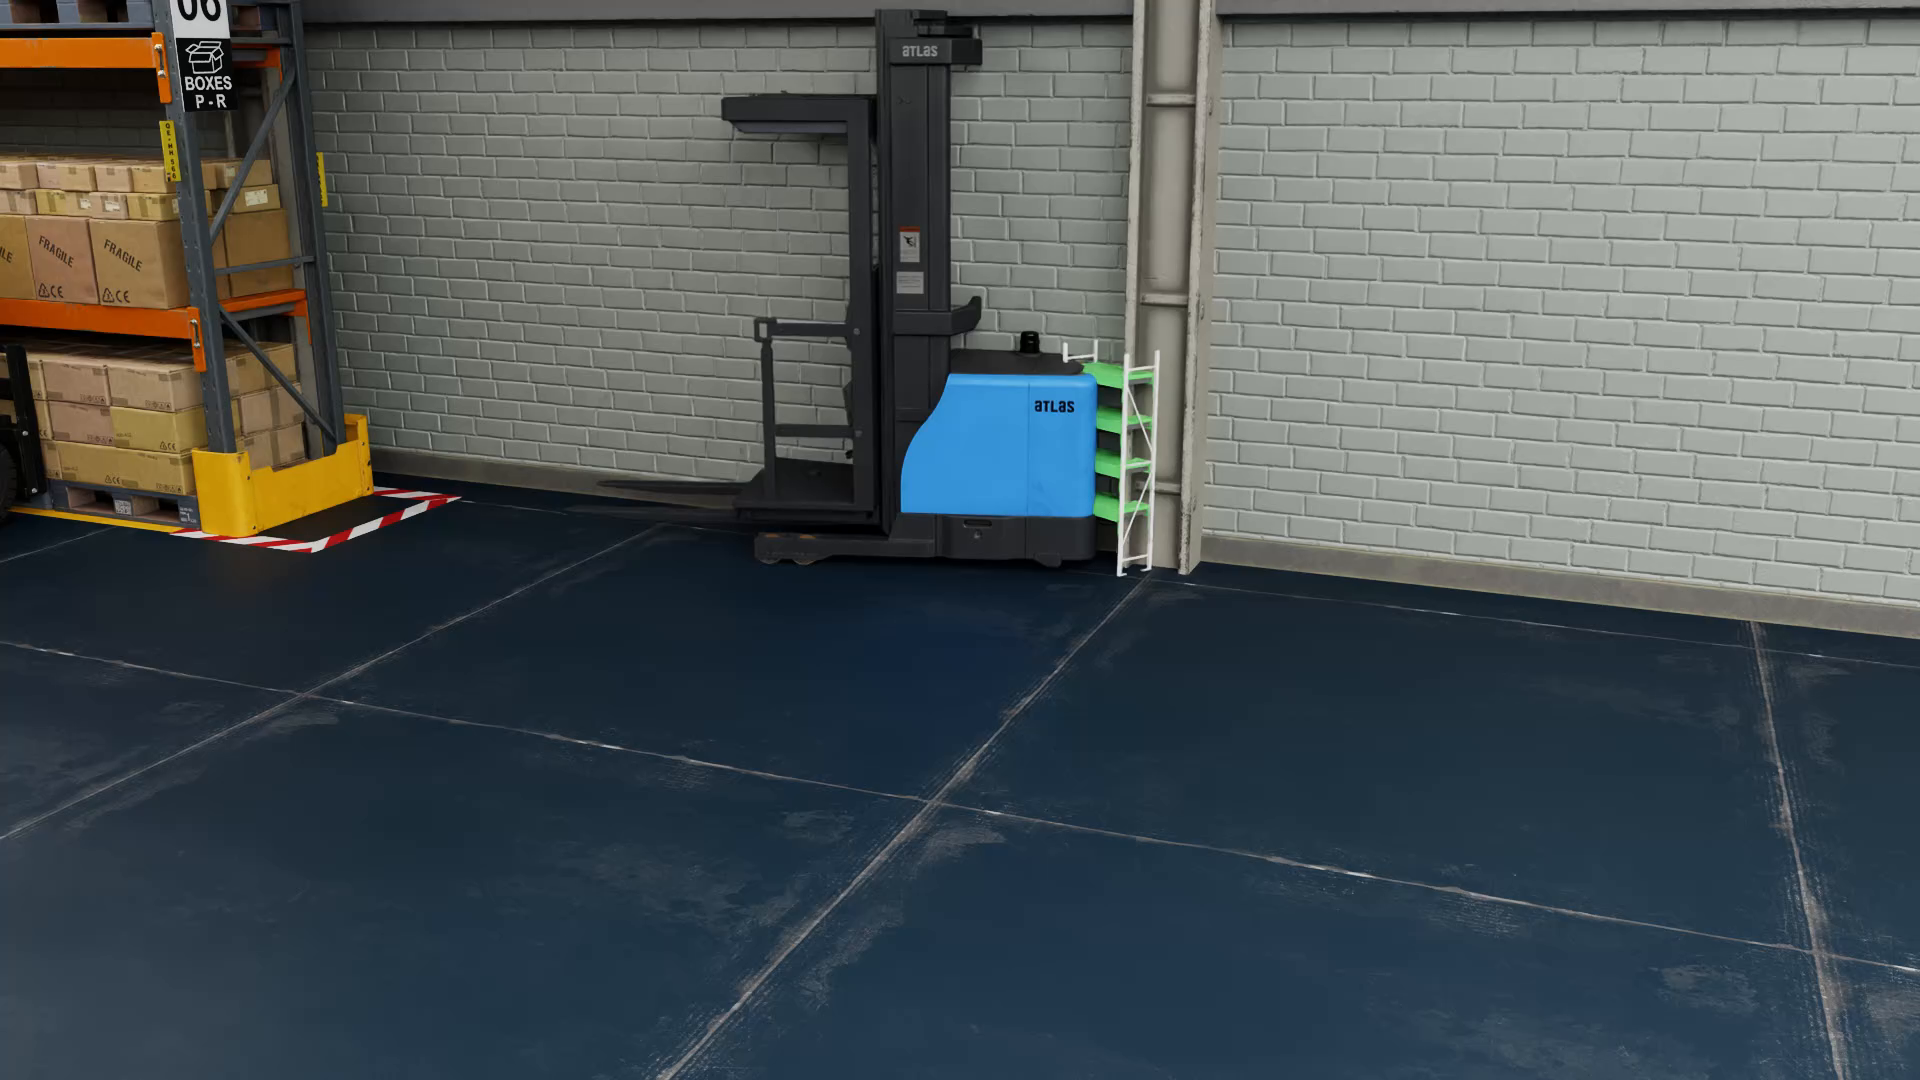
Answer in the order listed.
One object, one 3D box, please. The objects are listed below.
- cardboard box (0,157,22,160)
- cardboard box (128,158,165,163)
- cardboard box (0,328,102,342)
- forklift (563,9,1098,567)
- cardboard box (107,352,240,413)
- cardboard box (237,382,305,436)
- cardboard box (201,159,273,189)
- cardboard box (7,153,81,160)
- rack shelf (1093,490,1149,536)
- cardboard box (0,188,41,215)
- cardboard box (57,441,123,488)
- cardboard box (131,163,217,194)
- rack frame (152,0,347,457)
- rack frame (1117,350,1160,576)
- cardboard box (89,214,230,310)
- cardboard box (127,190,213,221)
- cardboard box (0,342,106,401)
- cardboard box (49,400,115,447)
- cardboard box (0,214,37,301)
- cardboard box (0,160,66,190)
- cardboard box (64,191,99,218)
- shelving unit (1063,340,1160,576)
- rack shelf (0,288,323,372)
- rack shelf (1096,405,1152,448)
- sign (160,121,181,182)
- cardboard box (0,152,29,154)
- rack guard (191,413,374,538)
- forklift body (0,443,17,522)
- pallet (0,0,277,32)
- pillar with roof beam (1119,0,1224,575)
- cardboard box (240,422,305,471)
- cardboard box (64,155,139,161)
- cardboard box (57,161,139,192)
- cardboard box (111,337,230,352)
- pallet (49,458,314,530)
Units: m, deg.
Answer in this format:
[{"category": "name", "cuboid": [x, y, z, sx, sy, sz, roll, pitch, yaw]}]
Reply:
[{"category": "cardboard box", "cuboid": [-5.996, -2.261, 10.205, 0.250, 0.149, 0.380, 7, 17, 21]}, {"category": "cardboard box", "cuboid": [-4.872, -2.272, 10.244, 0.250, 0.149, 0.380, 7, 17, 22]}, {"category": "cardboard box", "cuboid": [-5.935, -1.239, 10.947, 0.500, 0.250, 0.500, 6, 17, 20]}, {"category": "forklift", "cuboid": [-0.723, -1.413, 9.283, 3.031, 2.935, 1.130, 2, 16, 6]}, {"category": "cardboard box", "cuboid": [-4.699, -0.949, 9.947, 0.500, 0.250, 0.500, 7, 18, 22]}, {"category": "cardboard box", "cuboid": [-4.517, -0.844, 10.484, 0.500, 0.250, 0.500, 7, 17, 22]}, {"category": "cardboard box", "cuboid": [-4.390, -2.213, 10.041, 0.250, 0.149, 0.380, 6, 17, 20]}, {"category": "cardboard box", "cuboid": [-5.818, -2.379, 10.611, 0.250, 0.149, 0.380, 6, 17, 21]}, {"category": "rack shelf", "cuboid": [0.800, -0.160, 9.134, 0.258, 0.148, 0.480, -11, 18, -36]}, {"category": "cardboard box", "cuboid": [-5.541, -2.048, 10.004, 0.250, 0.149, 0.380, 6, 17, 19]}, {"category": "cardboard box", "cuboid": [-5.168, -0.522, 10.269, 0.500, 0.250, 0.500, 6, 17, 21]}, {"category": "cardboard box", "cuboid": [-4.566, -2.105, 9.670, 0.250, 0.149, 0.380, 6, 17, 21]}, {"category": "rack frame", "cuboid": [-4.156, -1.621, 9.878, 0.127, 3.000, 1.000, 6, 17, 21]}, {"category": "rack frame", "cuboid": [0.950, -0.403, 8.869, 0.240, 1.200, 0.015, -11, 18, -36]}, {"category": "cardboard box", "cuboid": [-4.710, -1.651, 9.802, 0.500, 0.500, 0.500, 6, 17, 19]}, {"category": "cardboard box", "cuboid": [-4.581, -1.943, 9.645, 0.250, 0.149, 0.380, 7, 17, 21]}, {"category": "cardboard box", "cuboid": [-5.649, -1.048, 10.290, 0.500, 0.250, 0.500, 7, 17, 21]}, {"category": "cardboard box", "cuboid": [-5.186, -0.765, 10.211, 0.500, 0.250, 0.500, 6, 17, 20]}, {"category": "cardboard box", "cuboid": [-5.666, -1.759, 10.174, 0.500, 0.500, 0.500, 6, 17, 20]}, {"category": "cardboard box", "cuboid": [-5.548, -2.185, 9.944, 0.250, 0.149, 0.380, 7, 18, 22]}, {"category": "cardboard box", "cuboid": [-5.049, -2.004, 9.855, 0.250, 0.149, 0.380, 7, 17, 22]}, {"category": "shelving unit", "cuboid": [0.803, -0.454, 9.056, 0.258, 1.200, 0.503, -11, 18, -36]}, {"category": "rack shelf", "cuboid": [-6.016, -1.480, 10.683, 4.000, 0.370, 1.077, 6, 17, 21]}, {"category": "rack shelf", "cuboid": [0.804, -0.624, 9.011, 0.258, 0.148, 0.480, -11, 18, -36]}, {"category": "sign", "cuboid": [-4.368, -2.152, 9.203, 0.005, 0.325, 0.100, 6, 17, 21]}, {"category": "cardboard box", "cuboid": [-6.290, -2.439, 10.818, 0.250, 0.149, 0.380, 6, 17, 20]}, {"category": "rack guard", "cuboid": [-4.134, -0.418, 10.218, 0.348, 0.500, 1.175, 6, 17, 21]}, {"category": "forklift body", "cuboid": [-6.589, -0.934, 9.034, 1.214, 2.155, 2.313, 6, 17, 21]}, {"category": "pallet", "cuboid": [-4.804, -3.098, 9.744, 1.213, 0.211, 1.003, 6, 17, 21]}, {"category": "pillar with roof beam", "cuboid": [-0.471, -3.077, 4.131, 0.400, 9.000, 9.100, 6, 17, 21]}, {"category": "cardboard box", "cuboid": [-4.541, -0.603, 10.550, 0.500, 0.250, 0.500, 6, 17, 21]}, {"category": "cardboard box", "cuboid": [-5.351, -2.322, 10.415, 0.250, 0.149, 0.380, 7, 18, 22]}, {"category": "cardboard box", "cuboid": [-5.061, -2.142, 9.797, 0.250, 0.149, 0.380, 7, 17, 22]}, {"category": "cardboard box", "cuboid": [-5.000, -1.131, 10.574, 0.500, 0.250, 0.500, 6, 17, 21]}, {"category": "pallet", "cuboid": [-4.883, -0.349, 10.498, 1.213, 0.211, 1.003, 6, 17, 21]}]
